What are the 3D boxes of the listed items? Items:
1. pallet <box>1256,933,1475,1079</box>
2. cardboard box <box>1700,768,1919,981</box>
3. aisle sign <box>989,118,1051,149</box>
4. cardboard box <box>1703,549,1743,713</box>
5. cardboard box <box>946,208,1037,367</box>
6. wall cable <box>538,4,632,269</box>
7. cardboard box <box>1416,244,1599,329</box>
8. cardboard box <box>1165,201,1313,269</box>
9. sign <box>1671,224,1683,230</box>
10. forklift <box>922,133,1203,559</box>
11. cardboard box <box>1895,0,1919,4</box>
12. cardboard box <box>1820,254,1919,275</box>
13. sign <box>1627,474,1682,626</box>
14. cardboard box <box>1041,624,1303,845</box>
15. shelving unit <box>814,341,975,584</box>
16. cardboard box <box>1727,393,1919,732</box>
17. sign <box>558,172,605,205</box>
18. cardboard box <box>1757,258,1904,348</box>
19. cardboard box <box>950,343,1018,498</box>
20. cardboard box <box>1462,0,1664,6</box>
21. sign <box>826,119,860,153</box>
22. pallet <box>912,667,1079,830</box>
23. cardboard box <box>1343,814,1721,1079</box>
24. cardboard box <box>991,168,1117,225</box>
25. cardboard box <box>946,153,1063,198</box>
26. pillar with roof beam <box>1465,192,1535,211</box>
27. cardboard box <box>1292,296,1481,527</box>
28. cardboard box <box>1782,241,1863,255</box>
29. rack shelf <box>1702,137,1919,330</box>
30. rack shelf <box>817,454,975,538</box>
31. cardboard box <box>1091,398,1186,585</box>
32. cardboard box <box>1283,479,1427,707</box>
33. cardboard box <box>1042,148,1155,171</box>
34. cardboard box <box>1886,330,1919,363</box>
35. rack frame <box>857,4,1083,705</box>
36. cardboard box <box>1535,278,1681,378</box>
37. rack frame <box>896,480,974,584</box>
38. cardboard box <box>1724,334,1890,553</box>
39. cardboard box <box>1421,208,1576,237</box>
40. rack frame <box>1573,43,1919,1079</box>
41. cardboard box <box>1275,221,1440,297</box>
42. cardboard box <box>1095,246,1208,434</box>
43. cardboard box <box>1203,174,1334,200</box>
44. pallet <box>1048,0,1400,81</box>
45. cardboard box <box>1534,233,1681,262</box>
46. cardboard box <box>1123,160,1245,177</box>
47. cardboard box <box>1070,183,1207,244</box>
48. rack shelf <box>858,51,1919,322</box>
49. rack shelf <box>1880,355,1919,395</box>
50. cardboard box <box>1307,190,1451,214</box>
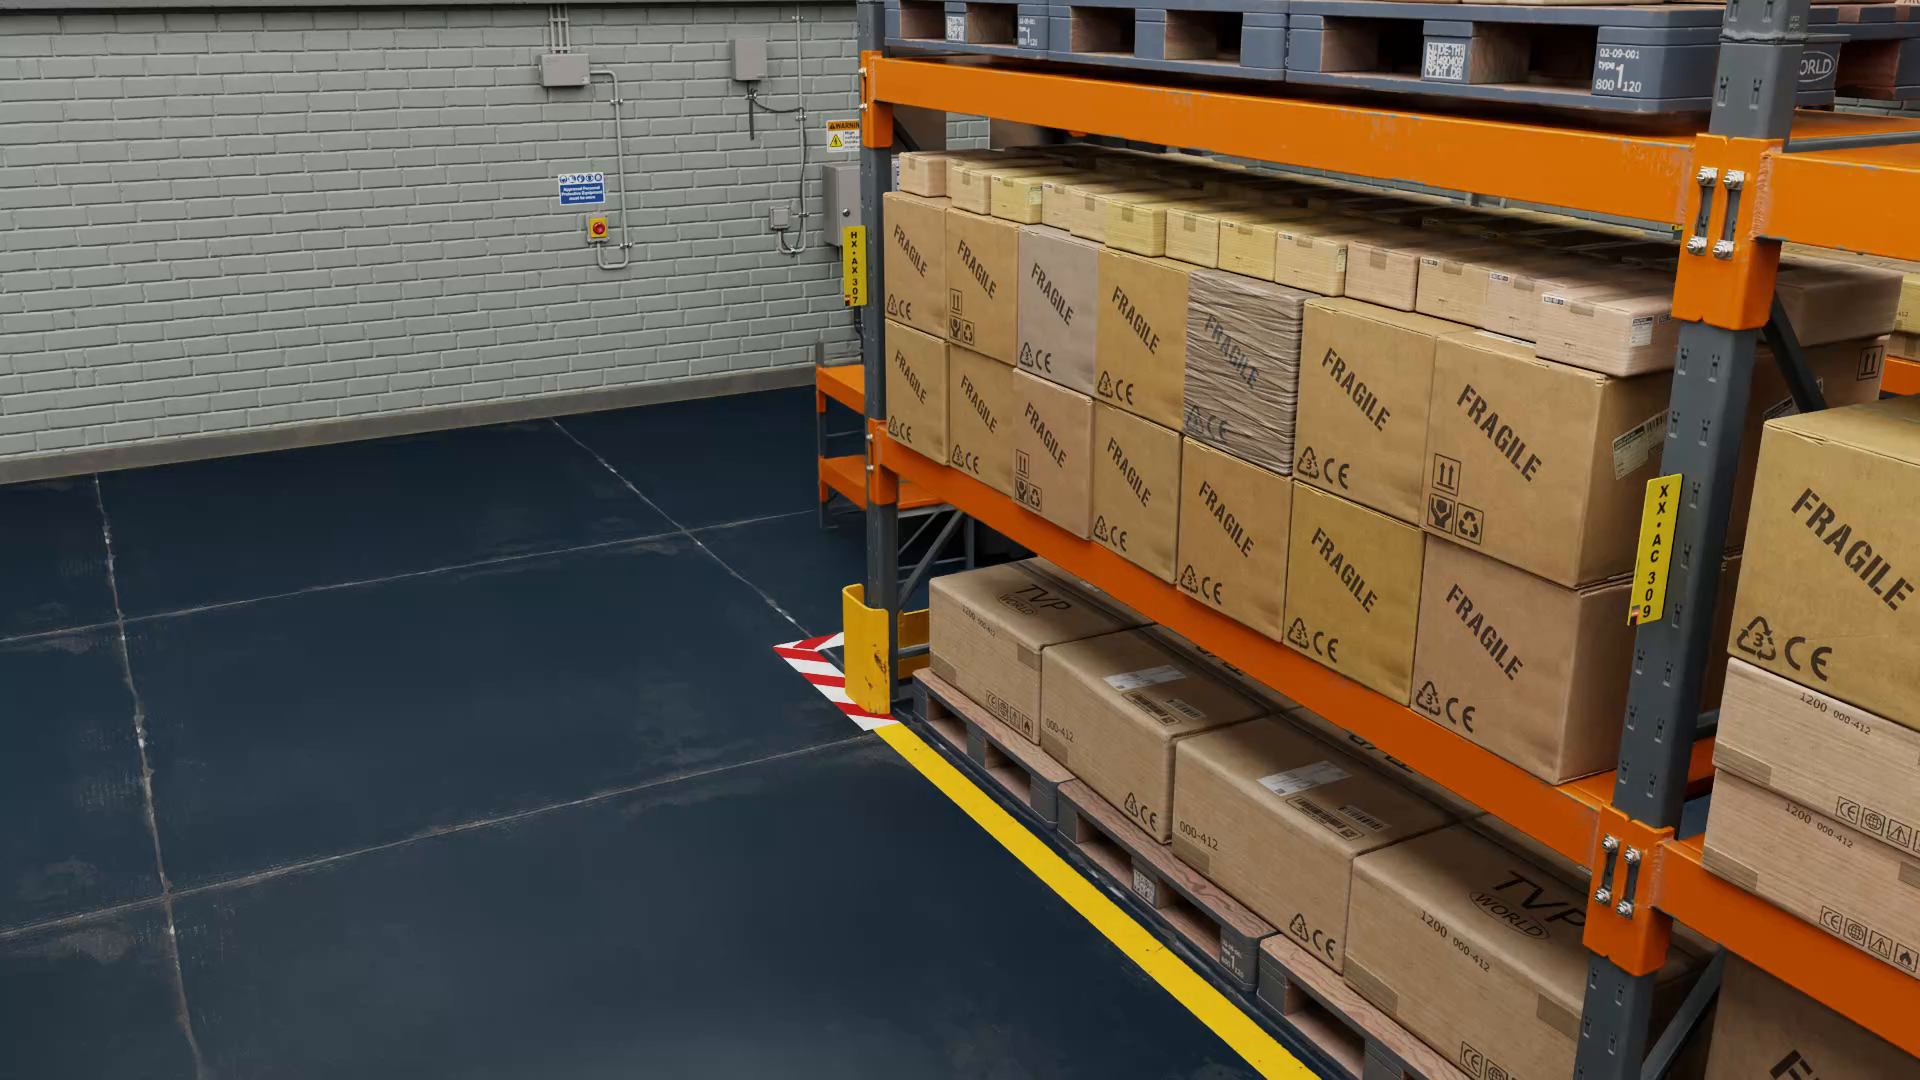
[{"bbox_3d":[1.665,1.471,5.046,1.003,0.211,1.213,-10,21,-27],"label":"pallet"},{"bbox_3d":[1.934,0.621,3.463,0.500,0.250,0.500,-11,22,-28],"label":"cardboard box"},{"bbox_3d":[0.297,-2.063,7.026,0.394,0.787,0.004,-10,21,-27],"label":"aisle sign"},{"bbox_3d":[1.965,0.160,4.415,0.500,0.500,0.500,-9,21,-25],"label":"cardboard box"},{"bbox_3d":[0.287,-0.956,6.117,0.500,0.500,0.500,-11,22,-28],"label":"cardboard box"},{"bbox_3d":[-2.640,-2.875,11.760,0.585,1.953,0.123,-10,21,-27],"label":"wall cable"},{"bbox_3d":[1.392,-0.648,4.231,0.380,0.149,0.250,-10,21,-27],"label":"cardboard box"},{"bbox_3d":[0.850,-0.928,5.041,0.380,0.149,0.250,-10,21,-27],"label":"cardboard box"},{"bbox_3d":[3.947,-1.860,9.097,0.100,0.325,0.005,-10,21,-27],"label":"sign"},{"bbox_3d":[1.265,-1.585,9.733,3.031,2.935,1.130,-8,21,-23],"label":"forklift"},{"bbox_3d":[4.654,-2.710,8.063,0.500,0.250,0.500,-10,21,-26],"label":"cardboard box"},{"bbox_3d":[4.643,-1.288,8.540,0.500,0.250,0.500,-10,21,-26],"label":"cardboard box"},{"bbox_3d":[1.470,0.023,3.518,0.100,0.325,0.005,-10,21,-27],"label":"sign"},{"bbox_3d":[0.901,0.683,6.338,0.875,0.438,0.875,-9,21,-25],"label":"cardboard box"},{"bbox_3d":[-0.374,-0.480,9.297,0.538,1.125,1.048,-9,21,-24],"label":"shelving unit"},{"bbox_3d":[1.913,0.034,3.248,0.500,0.500,0.500,-10,21,-26],"label":"cardboard box"},{"bbox_3d":[-2.712,-2.518,11.916,0.327,0.218,0.001,-10,21,-27],"label":"sign"},{"bbox_3d":[2.036,-0.574,4.017,0.380,0.149,0.250,-10,22,-27],"label":"cardboard box"},{"bbox_3d":[0.298,-0.489,6.298,0.500,0.500,0.500,-10,22,-27],"label":"cardboard box"},{"bbox_3d":[1.373,-1.351,3.758,0.396,0.266,0.258,-9,21,-25],"label":"cardboard box"},{"bbox_3d":[-0.869,-3.105,12.765,0.339,0.242,0.001,-10,21,-27],"label":"sign"},{"bbox_3d":[0.507,0.770,7.075,1.003,0.211,1.213,-10,21,-27],"label":"pallet"},{"bbox_3d":[1.754,1.199,4.843,0.875,0.438,0.875,-10,22,-27],"label":"cardboard box"},{"bbox_3d":[0.333,-1.218,5.881,0.380,0.149,0.250,-11,22,-28],"label":"cardboard box"},{"bbox_3d":[0.170,-1.383,6.360,0.380,0.149,0.250,-9,21,-25],"label":"cardboard box"},{"bbox_3d":[0.149,-4.618,9.219,9.100,9.000,0.400,-10,21,-27],"label":"pillar with roof beam"},{"bbox_3d":[1.257,-0.377,4.438,0.500,0.500,0.500,-10,22,-27],"label":"cardboard box"},{"bbox_3d":[4.877,-1.514,9.194,0.500,0.250,0.500,-9,21,-25],"label":"cardboard box"},{"bbox_3d":[2.907,-0.121,1.887,1.077,0.370,4.000,-10,21,-27],"label":"rack shelf"},{"bbox_3d":[-0.374,-0.248,9.376,0.538,0.278,1.000,-9,21,-24],"label":"rack shelf"},{"bbox_3d":[0.776,-0.199,5.457,0.500,0.500,0.500,-9,21,-25],"label":"cardboard box"},{"bbox_3d":[1.263,0.095,4.603,0.500,0.500,0.500,-11,22,-28],"label":"cardboard box"},{"bbox_3d":[0.546,-1.451,6.556,0.380,0.149,0.250,-10,21,-26],"label":"cardboard box"},{"bbox_3d":[4.853,-0.986,8.276,0.380,0.149,0.250,-10,21,-26],"label":"cardboard box"},{"bbox_3d":[0.058,-0.765,7.251,1.000,3.000,0.127,-10,21,-27],"label":"rack frame"},{"bbox_3d":[1.531,-0.483,3.751,0.380,0.149,0.250,-10,22,-28],"label":"cardboard box"},{"bbox_3d":[-0.153,-0.330,8.864,0.500,1.125,0.032,-9,21,-24],"label":"rack frame"},{"bbox_3d":[1.945,-0.311,4.248,0.500,0.500,0.500,-10,21,-26],"label":"cardboard box"},{"bbox_3d":[1.577,-0.874,4.885,0.380,0.149,0.250,-11,22,-28],"label":"cardboard box"},{"bbox_3d":[1.958,0.383,3.923,1.000,3.000,0.127,-10,21,-27],"label":"rack frame"},{"bbox_3d":[1.105,-0.784,4.626,0.380,0.149,0.250,-10,21,-27],"label":"cardboard box"},{"bbox_3d":[0.776,-0.666,5.278,0.500,0.500,0.500,-10,21,-26],"label":"cardboard box"},{"bbox_3d":[1.059,-1.162,5.720,0.380,0.149,0.250,-9,21,-25],"label":"cardboard box"},{"bbox_3d":[1.003,-1.579,5.147,1.003,0.211,1.213,-10,21,-27],"label":"pallet"},{"bbox_3d":[1.742,-0.712,4.417,0.380,0.149,0.250,-10,22,-27],"label":"cardboard box"},{"bbox_3d":[0.826,-1.311,6.151,0.380,0.149,0.250,-9,21,-25],"label":"cardboard box"},{"bbox_3d":[0.586,-1.072,5.460,0.380,0.149,0.250,-10,21,-26],"label":"cardboard box"},{"bbox_3d":[1.008,-1.269,5.215,1.077,0.370,4.000,-10,21,-27],"label":"rack shelf"},{"bbox_3d":[5.374,-0.621,7.935,1.077,0.370,4.000,-10,21,-27],"label":"rack shelf"},{"bbox_3d":[1.329,-1.015,5.292,0.380,0.149,0.250,-10,21,-26],"label":"cardboard box"}]
